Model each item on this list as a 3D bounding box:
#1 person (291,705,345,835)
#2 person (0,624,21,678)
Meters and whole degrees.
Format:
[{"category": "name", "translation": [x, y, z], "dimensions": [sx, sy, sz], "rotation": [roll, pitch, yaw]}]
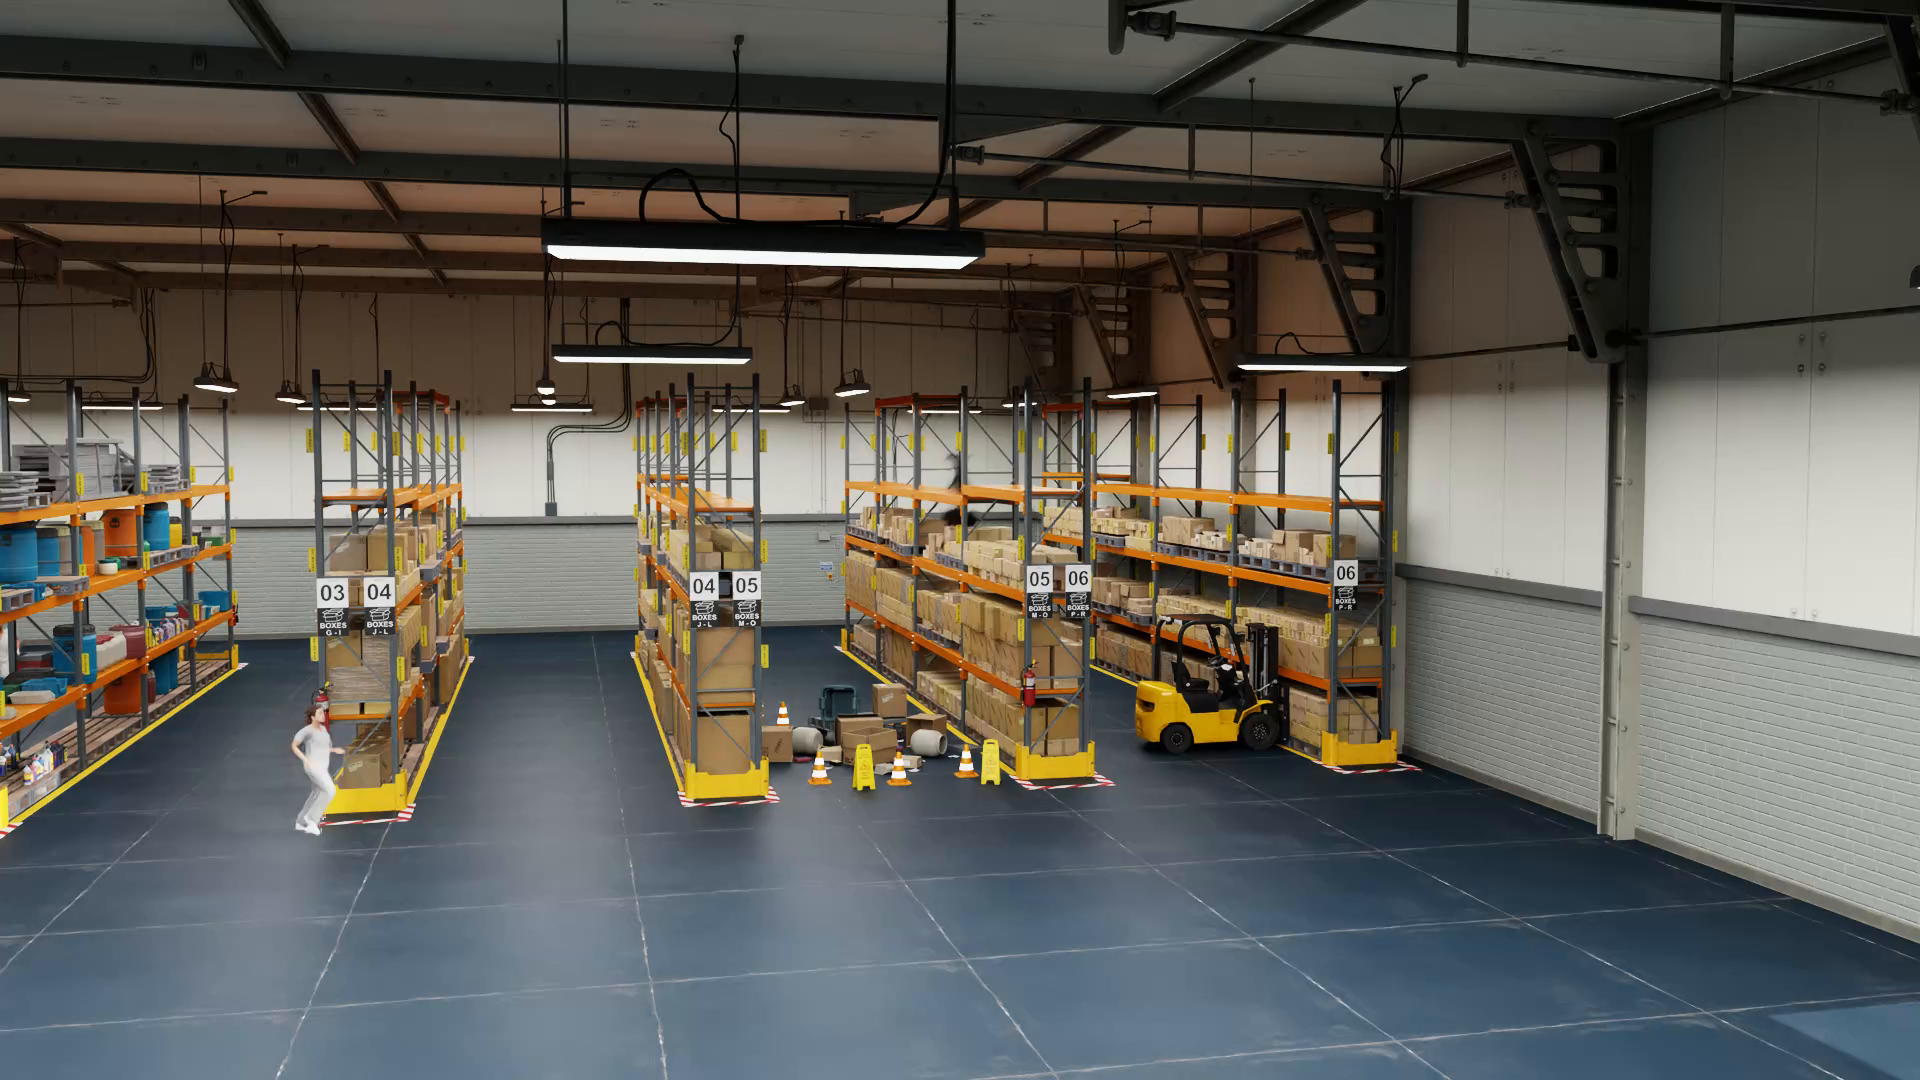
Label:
[{"category": "person", "translation": [-8.231, 2.940, 21.326], "dimensions": [0.658, 1.657, 0.540], "rotation": [0, 3, 6]}, {"category": "person", "translation": [-17.974, 2.310, 31.125], "dimensions": [0.684, 1.795, 0.865], "rotation": [-2, 4, -26]}]
